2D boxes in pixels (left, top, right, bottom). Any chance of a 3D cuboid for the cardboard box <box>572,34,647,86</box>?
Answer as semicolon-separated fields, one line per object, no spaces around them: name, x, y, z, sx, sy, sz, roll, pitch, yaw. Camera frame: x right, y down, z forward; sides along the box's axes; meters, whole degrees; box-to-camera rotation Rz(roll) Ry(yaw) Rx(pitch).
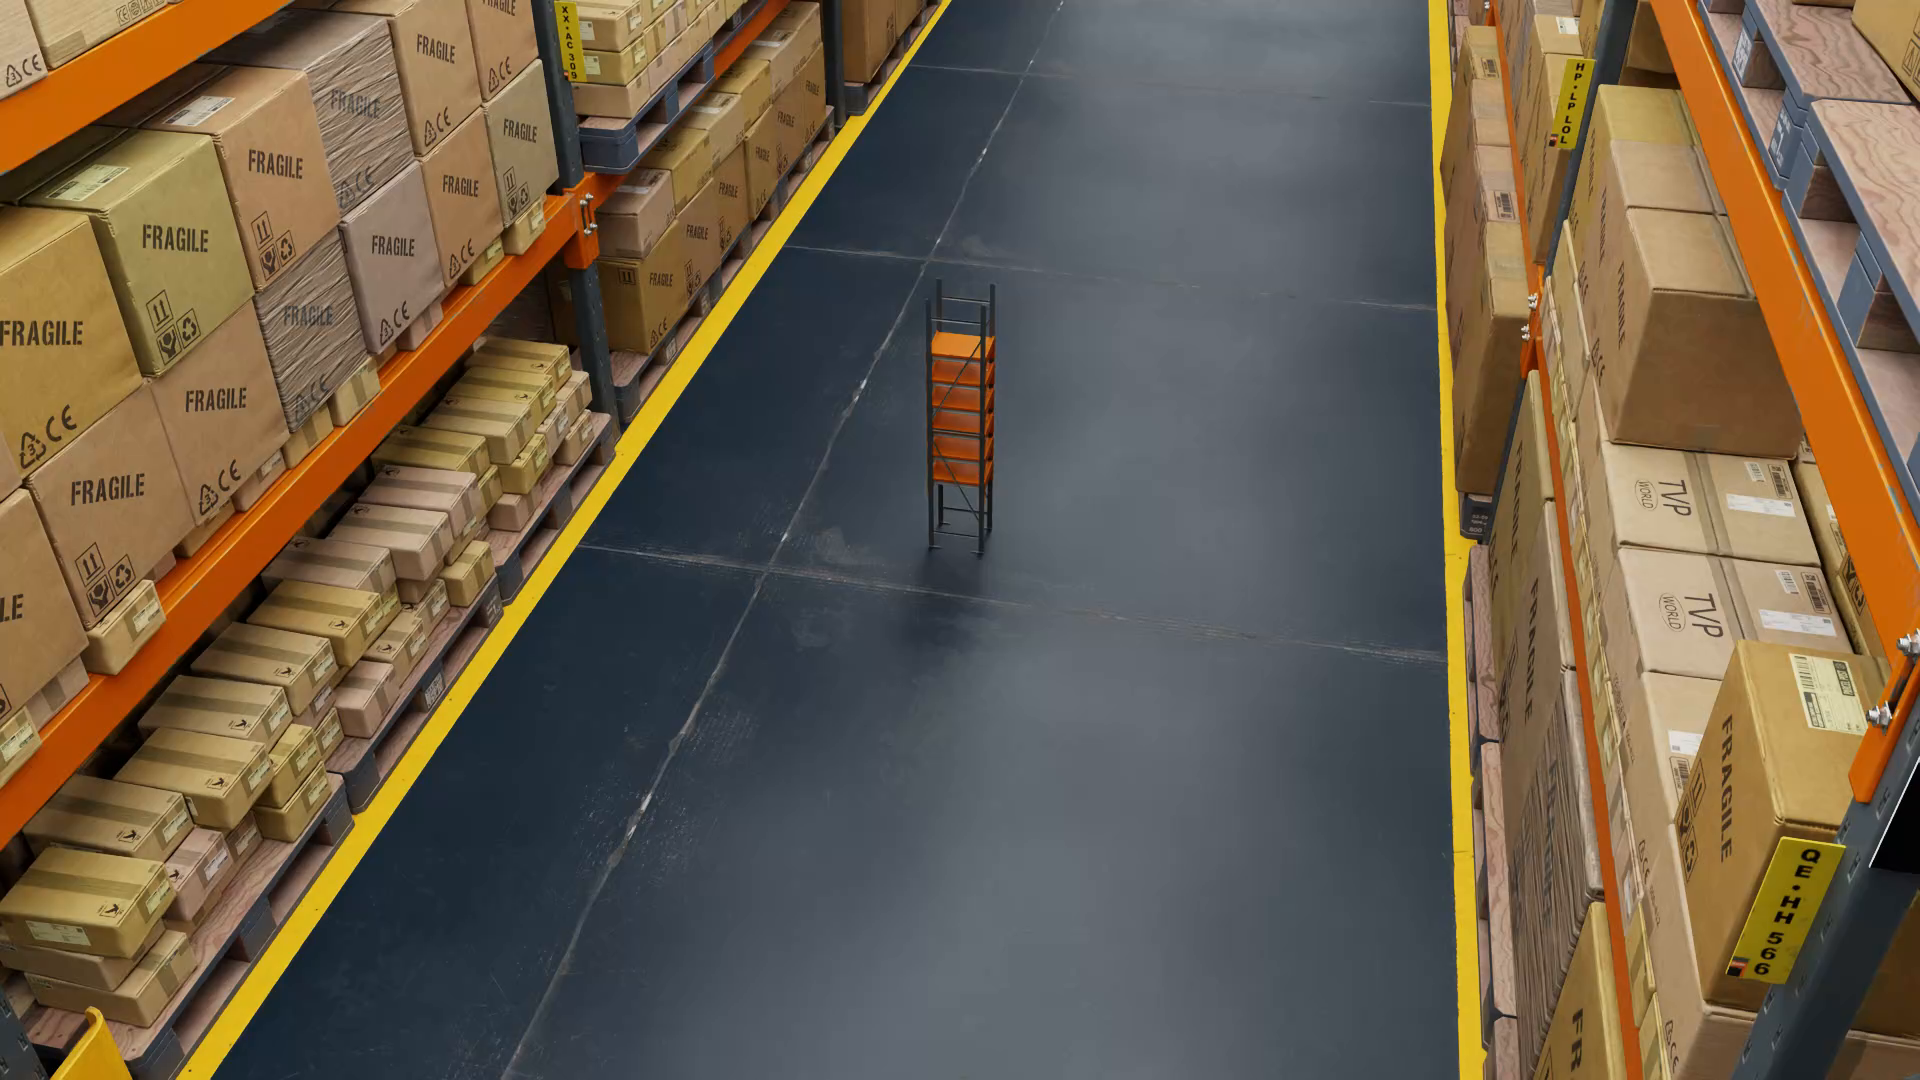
cardboard box;-1.580;-2.088;7.178;0.380;0.149;0.250;8;37;11

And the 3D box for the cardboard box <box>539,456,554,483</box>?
cardboard box;-2.002;-0.341;7.236;0.380;0.149;0.250;8;37;11

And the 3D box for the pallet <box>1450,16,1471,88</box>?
pallet;3.996;-3.361;11.707;1.003;0.211;1.213;7;37;10

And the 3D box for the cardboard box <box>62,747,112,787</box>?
cardboard box;-3.025;0.789;5.423;0.380;0.149;0.250;6;36;8

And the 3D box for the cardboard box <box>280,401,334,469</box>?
cardboard box;-2.295;-0.382;5.434;0.380;0.149;0.250;9;37;12

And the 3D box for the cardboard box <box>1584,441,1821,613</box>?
cardboard box;2.025;-0.011;4.583;0.500;0.250;0.500;7;37;10

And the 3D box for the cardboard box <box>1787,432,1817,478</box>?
cardboard box;2.655;-0.236;4.893;0.500;0.250;0.500;8;37;11

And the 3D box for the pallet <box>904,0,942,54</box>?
pallet;-0.755;-4.035;12.638;1.003;0.211;1.213;7;37;10

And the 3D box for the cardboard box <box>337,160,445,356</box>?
cardboard box;-2.161;-0.997;5.731;0.500;0.500;0.500;7;37;10

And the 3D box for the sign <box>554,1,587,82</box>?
sign;-1.582;-2.018;6.741;0.100;0.325;0.005;7;37;10

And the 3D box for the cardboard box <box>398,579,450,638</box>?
cardboard box;-2.207;0.255;6.413;0.380;0.149;0.250;8;37;11

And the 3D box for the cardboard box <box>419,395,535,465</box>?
cardboard box;-1.997;-0.456;6.888;0.380;0.149;0.250;7;37;10

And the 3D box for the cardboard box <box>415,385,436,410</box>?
cardboard box;-2.506;-0.666;7.177;0.380;0.149;0.250;9;37;12

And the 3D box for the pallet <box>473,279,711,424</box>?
pallet;-1.949;-1.049;8.517;1.003;0.211;1.213;7;37;10

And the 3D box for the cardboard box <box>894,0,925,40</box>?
cardboard box;-0.858;-4.123;11.942;1.050;0.750;0.750;8;37;11

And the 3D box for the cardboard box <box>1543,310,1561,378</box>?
cardboard box;2.266;-0.671;5.834;0.380;0.149;0.250;6;36;8

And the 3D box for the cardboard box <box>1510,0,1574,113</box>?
cardboard box;2.872;-2.264;7.733;0.500;0.500;0.500;7;37;10

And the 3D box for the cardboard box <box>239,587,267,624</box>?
cardboard box;-2.822;0.185;6.257;0.380;0.149;0.250;8;37;10

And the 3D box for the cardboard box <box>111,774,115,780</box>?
cardboard box;-2.923;0.774;5.697;0.380;0.149;0.250;8;37;10

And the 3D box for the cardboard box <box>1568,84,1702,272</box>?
cardboard box;2.358;-1.172;5.547;0.500;0.500;0.500;7;37;10

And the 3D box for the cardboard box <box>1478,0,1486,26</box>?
cardboard box;3.908;-3.543;11.337;0.700;0.500;0.500;10;37;14

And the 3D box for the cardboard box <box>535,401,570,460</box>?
cardboard box;-1.916;-0.490;7.188;0.380;0.149;0.250;6;36;8

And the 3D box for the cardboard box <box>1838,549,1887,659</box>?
cardboard box;2.434;0.053;3.857;0.500;0.500;0.500;6;36;9

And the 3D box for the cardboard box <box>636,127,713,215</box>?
cardboard box;-1.586;-1.889;8.433;0.500;0.250;0.500;8;37;11

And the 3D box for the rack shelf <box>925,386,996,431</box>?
rack shelf;0.003;-0.555;6.865;0.258;0.103;0.180;7;37;10

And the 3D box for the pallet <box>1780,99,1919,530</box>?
pallet;2.004;-0.364;2.715;1.003;0.211;1.213;7;37;10

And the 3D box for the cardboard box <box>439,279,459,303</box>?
cardboard box;-2.132;-0.990;6.274;0.380;0.149;0.250;6;36;9

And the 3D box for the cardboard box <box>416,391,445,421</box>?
cardboard box;-2.470;-0.543;7.262;0.380;0.149;0.250;8;37;10

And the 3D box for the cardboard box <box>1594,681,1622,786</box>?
cardboard box;1.827;0.512;4.201;0.380;0.149;0.250;7;36;9

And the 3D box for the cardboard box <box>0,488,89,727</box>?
cardboard box;-2.602;0.178;4.109;0.500;0.500;0.500;9;37;12

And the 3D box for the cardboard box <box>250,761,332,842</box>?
cardboard box;-2.360;0.850;5.593;0.380;0.149;0.250;8;37;11

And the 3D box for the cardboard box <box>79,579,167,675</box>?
cardboard box;-2.455;0.221;4.604;0.380;0.149;0.250;6;36;9

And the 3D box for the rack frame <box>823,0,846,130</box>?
rack frame;-1.259;-4.024;10.247;1.000;3.000;0.127;7;37;10

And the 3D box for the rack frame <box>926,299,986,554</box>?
rack frame;-0.016;-0.442;6.837;0.240;1.200;0.006;7;37;10

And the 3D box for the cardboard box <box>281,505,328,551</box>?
cardboard box;-2.657;-0.060;6.341;0.380;0.149;0.250;6;36;8

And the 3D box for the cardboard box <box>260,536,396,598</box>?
cardboard box;-2.302;0.135;6.073;0.380;0.149;0.250;7;37;10

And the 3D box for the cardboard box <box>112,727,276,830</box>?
cardboard box;-2.404;0.746;5.229;0.380;0.149;0.250;7;37;10

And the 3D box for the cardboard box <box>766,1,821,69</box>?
cardboard box;-1.149;-3.061;10.050;0.500;0.250;0.500;6;36;9

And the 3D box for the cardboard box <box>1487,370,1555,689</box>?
cardboard box;2.491;0.007;6.137;0.875;0.875;0.875;7;37;10

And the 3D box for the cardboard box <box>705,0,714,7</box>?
cardboard box;-1.362;-2.689;8.007;0.380;0.149;0.250;9;37;12

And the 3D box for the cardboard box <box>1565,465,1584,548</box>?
cardboard box;2.046;-0.079;5.017;0.380;0.149;0.250;8;37;11

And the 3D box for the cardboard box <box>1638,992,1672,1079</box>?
cardboard box;1.610;1.098;3.393;0.380;0.149;0.250;8;37;11

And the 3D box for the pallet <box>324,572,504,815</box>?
pallet;-2.481;0.489;6.395;1.003;0.211;1.213;7;37;10

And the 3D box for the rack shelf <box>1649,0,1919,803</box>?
rack shelf;2.283;-0.828;3.894;1.077;0.370;4.000;7;37;10

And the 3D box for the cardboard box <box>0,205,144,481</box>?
cardboard box;-2.511;-0.518;4.218;0.500;0.500;0.500;8;37;11

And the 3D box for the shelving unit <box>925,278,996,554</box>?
shelving unit;0.003;-0.494;6.909;0.258;1.200;0.189;7;37;10

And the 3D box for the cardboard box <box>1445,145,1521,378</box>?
cardboard box;3.017;-1.243;7.862;1.225;0.875;0.875;6;36;8

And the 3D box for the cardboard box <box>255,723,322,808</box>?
cardboard box;-2.365;0.723;5.515;0.380;0.149;0.250;8;37;11

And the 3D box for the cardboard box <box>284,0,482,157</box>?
cardboard box;-2.055;-1.696;5.844;0.500;0.500;0.500;6;36;8

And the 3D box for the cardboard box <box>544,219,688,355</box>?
cardboard box;-1.697;-1.279;8.231;0.500;0.500;0.500;9;37;12

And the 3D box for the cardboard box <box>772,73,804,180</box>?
cardboard box;-1.259;-2.475;9.881;0.500;0.500;0.500;9;37;12

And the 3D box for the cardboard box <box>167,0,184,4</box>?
cardboard box;-2.288;-1.710;4.625;0.500;0.250;0.500;7;37;10

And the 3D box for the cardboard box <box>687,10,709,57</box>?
cardboard box;-1.415;-2.414;7.881;0.380;0.149;0.250;8;37;10

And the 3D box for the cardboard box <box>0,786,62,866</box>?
cardboard box;-2.993;0.833;5.109;0.380;0.149;0.250;8;37;11

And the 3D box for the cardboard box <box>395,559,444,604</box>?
cardboard box;-2.218;0.097;6.378;0.380;0.149;0.250;6;36;8

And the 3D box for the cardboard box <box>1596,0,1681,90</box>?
cardboard box;2.839;-1.865;6.328;0.797;0.503;0.637;6;36;9
